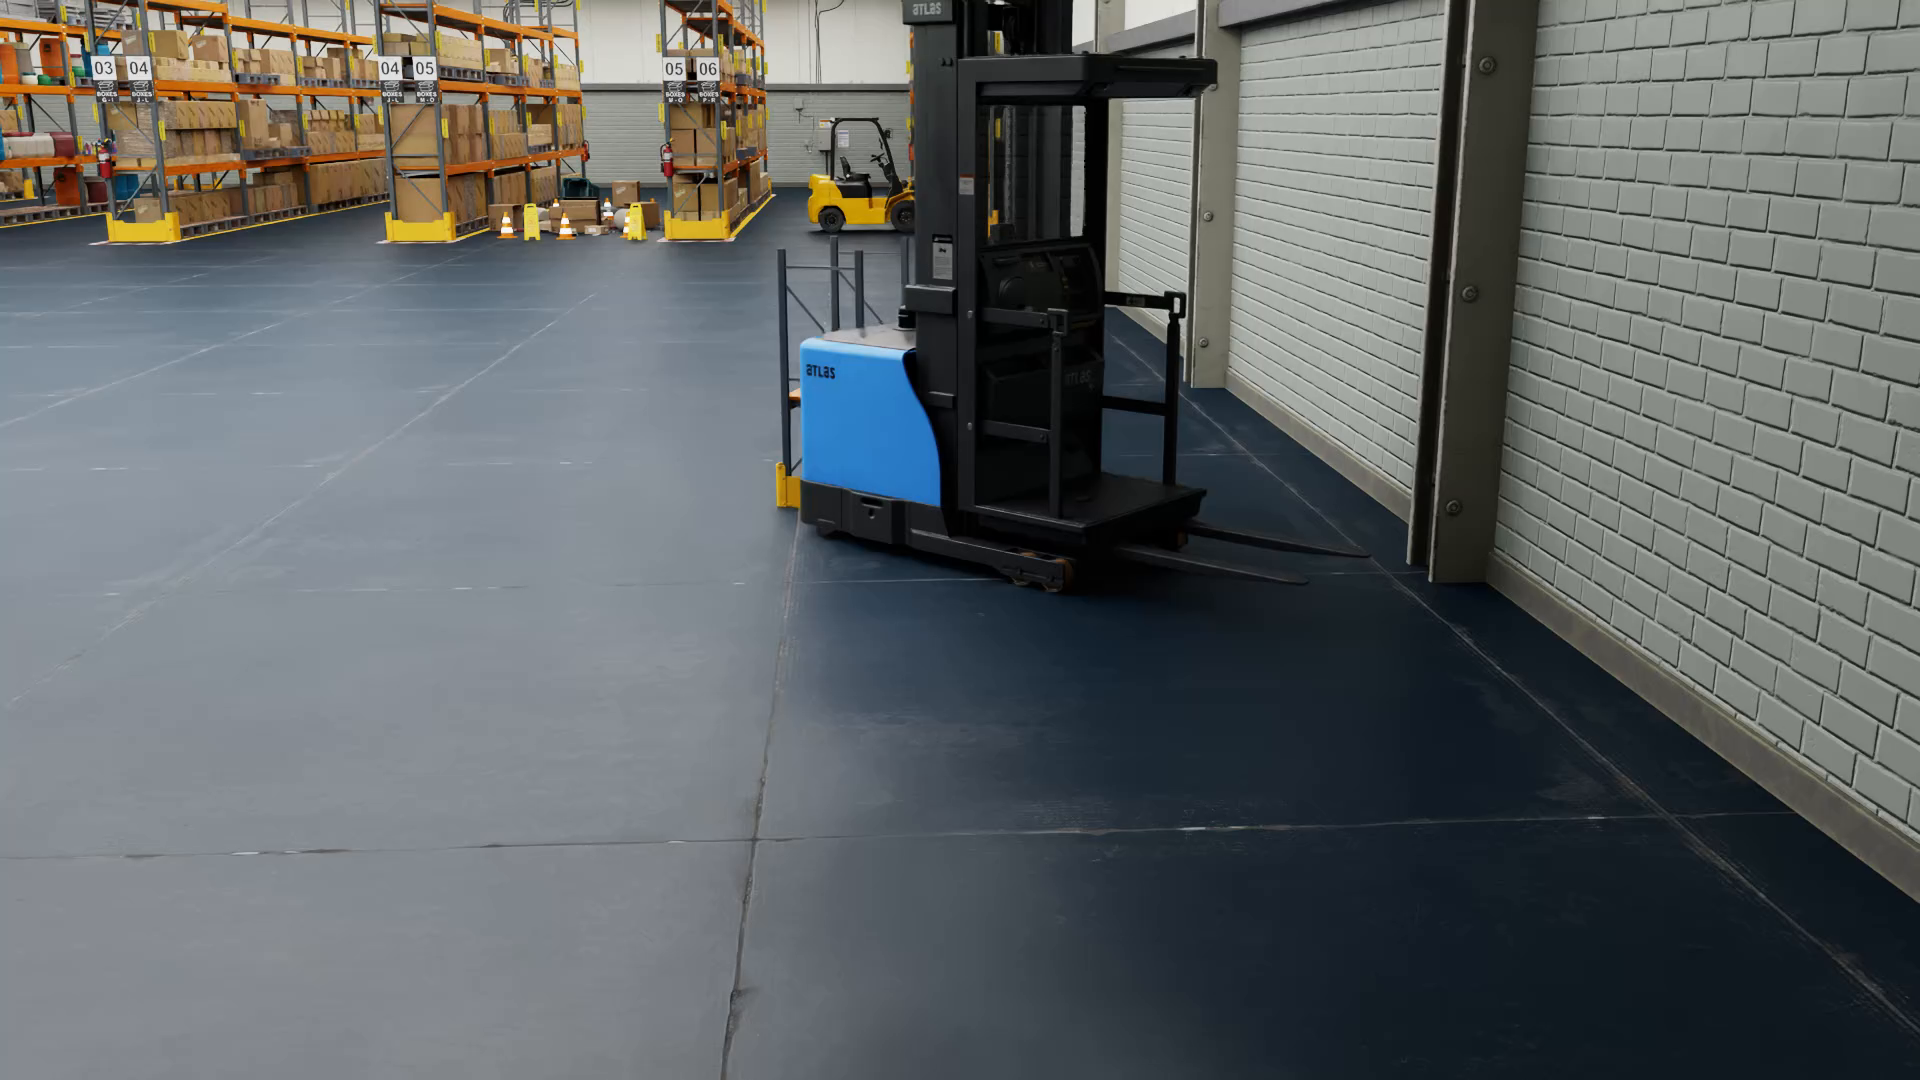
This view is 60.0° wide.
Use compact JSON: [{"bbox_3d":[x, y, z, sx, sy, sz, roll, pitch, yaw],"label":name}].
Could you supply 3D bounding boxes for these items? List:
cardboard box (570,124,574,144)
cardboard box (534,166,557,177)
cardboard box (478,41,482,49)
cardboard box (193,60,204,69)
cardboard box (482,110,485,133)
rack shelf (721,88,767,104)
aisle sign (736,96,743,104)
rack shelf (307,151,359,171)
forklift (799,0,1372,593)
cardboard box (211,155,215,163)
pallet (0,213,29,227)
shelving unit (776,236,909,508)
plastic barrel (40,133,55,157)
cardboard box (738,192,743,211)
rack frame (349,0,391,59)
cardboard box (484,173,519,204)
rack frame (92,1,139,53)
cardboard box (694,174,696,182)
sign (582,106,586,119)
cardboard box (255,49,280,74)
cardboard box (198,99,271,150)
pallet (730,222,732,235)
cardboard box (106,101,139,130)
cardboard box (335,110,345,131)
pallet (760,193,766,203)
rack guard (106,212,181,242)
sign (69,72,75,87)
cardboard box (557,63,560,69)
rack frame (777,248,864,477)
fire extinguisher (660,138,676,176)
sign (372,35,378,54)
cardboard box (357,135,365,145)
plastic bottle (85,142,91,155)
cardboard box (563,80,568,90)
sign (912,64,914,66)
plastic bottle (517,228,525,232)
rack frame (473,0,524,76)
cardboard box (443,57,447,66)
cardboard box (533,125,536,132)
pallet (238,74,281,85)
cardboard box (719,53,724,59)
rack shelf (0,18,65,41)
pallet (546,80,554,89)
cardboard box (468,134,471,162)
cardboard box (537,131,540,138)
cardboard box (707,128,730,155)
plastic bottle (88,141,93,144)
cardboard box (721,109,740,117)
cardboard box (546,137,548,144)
[{"bbox_3d":[-10.380,-10.582,43.335,0.500,0.500,0.500,0,14,-1],"label":"cardboard box"},{"bbox_3d":[-10.206,-9.055,40.868,0.500,0.250,0.500,-1,14,-5],"label":"cardboard box"},{"bbox_3d":[-9.668,-9.774,32.833,0.380,0.149,0.250,-1,14,-4],"label":"cardboard box"},{"bbox_3d":[-14.570,-9.008,31.499,0.380,0.149,0.250,0,14,-1],"label":"cardboard box"},{"bbox_3d":[-10.046,-8.547,34.017,0.700,0.500,0.500,-1,14,-4],"label":"cardboard box"},{"bbox_3d":[-5.694,-11.584,43.451,1.077,0.370,4.000,-1,14,-3],"label":"rack shelf"},{"bbox_3d":[-6.112,-12.249,45.397,0.394,0.787,0.004,-1,14,-3],"label":"aisle sign"},{"bbox_3d":[-15.338,-8.983,39.364,1.077,0.370,4.000,-1,14,-3],"label":"rack shelf"},{"bbox_3d":[0.575,-1.313,8.248,3.031,2.935,1.130,12,19,38],"label":"forklift"},{"bbox_3d":[-14.631,-7.357,32.105,0.380,0.149,0.250,-1,14,-3],"label":"cardboard box"},{"bbox_3d":[-19.997,-6.607,34.282,1.003,0.211,1.213,-1,14,-3],"label":"pallet"},{"bbox_3d":[-0.676,-1.038,10.052,0.587,1.500,1.083,3,15,12],"label":"shelving unit"},{"bbox_3d":[-19.880,-8.559,36.048,0.421,0.512,0.421,0,14,0],"label":"plastic barrel"},{"bbox_3d":[-5.158,-7.232,35.546,0.950,0.372,0.625,0,14,0],"label":"cardboard box"},{"bbox_3d":[-15.709,-13.729,44.326,1.000,3.000,0.127,-1,14,-3],"label":"rack frame"},{"bbox_3d":[-10.251,-7.629,36.330,1.050,0.750,0.750,-1,14,-3],"label":"cardboard box"},{"bbox_3d":[-20.405,-12.658,40.163,1.000,3.000,0.127,-1,14,-3],"label":"rack frame"},{"bbox_3d":[-5.239,-6.895,31.672,0.380,0.149,0.250,-1,14,-3],"label":"cardboard box"},{"bbox_3d":[-10.197,-11.592,45.104,0.100,0.325,0.005,-1,14,-3],"label":"sign"},{"bbox_3d":[-14.876,-10.212,35.472,0.500,0.500,0.500,-1,14,-2],"label":"cardboard box"},{"bbox_3d":[-14.875,-8.533,34.124,1.000,1.000,1.000,-1,14,-3],"label":"cardboard box"},{"bbox_3d":[-4.847,-5.868,31.411,1.003,0.211,1.213,-1,14,-3],"label":"pallet"},{"bbox_3d":[-14.999,-7.654,29.951,0.500,0.500,0.500,-1,14,-3],"label":"cardboard box"},{"bbox_3d":[-15.414,-10.204,40.453,0.797,0.503,0.637,-1,14,-5],"label":"cardboard box"},{"bbox_3d":[-5.540,-8.822,42.889,1.003,0.211,1.213,-1,14,-3],"label":"pallet"},{"bbox_3d":[-14.723,-5.653,29.993,1.175,0.500,0.348,-1,14,-3],"label":"rack guard"},{"bbox_3d":[-19.608,-10.170,36.723,0.100,0.325,0.005,-1,14,-3],"label":"sign"},{"bbox_3d":[-10.307,-11.967,41.994,0.380,0.149,0.250,-1,14,-5],"label":"cardboard box"},{"bbox_3d":[-0.790,-0.913,9.563,0.500,1.500,0.032,3,15,12],"label":"rack frame"},{"bbox_3d":[-5.280,-6.924,30.074,0.296,0.674,0.183,-1,14,-3],"label":"fire extinguisher"},{"bbox_3d":[-10.304,-8.734,29.315,0.100,0.325,0.005,-1,14,-3],"label":"sign"},{"bbox_3d":[-15.229,-10.021,41.659,0.500,0.250,0.500,-1,14,-4],"label":"cardboard box"},{"bbox_3d":[-19.836,-8.896,37.816,0.061,0.283,0.133,-1,14,-3],"label":"plastic bottle"},{"bbox_3d":[-10.323,-11.634,42.504,0.500,0.250,0.500,0,14,-1],"label":"cardboard box"},{"bbox_3d":[-1.158,-11.752,41.625,0.100,0.325,0.005,-1,14,-3],"label":"sign"},{"bbox_3d":[-8.477,-6.042,32.386,0.283,0.061,0.133,-6,16,-23],"label":"plastic bottle"},{"bbox_3d":[-10.257,-11.791,36.793,1.000,3.000,0.127,-1,14,-3],"label":"rack frame"},{"bbox_3d":[-9.479,-8.632,29.998,0.380,0.149,0.250,-1,14,-3],"label":"cardboard box"},{"bbox_3d":[-10.157,-9.634,38.919,0.380,0.149,0.250,0,14,-1],"label":"cardboard box"},{"bbox_3d":[-14.965,-9.614,34.730,1.213,0.211,1.003,-1,14,-3],"label":"pallet"},{"bbox_3d":[-4.572,-8.995,30.852,0.380,0.149,0.250,-1,14,-4],"label":"cardboard box"},{"bbox_3d":[-20.033,-10.623,34.503,1.077,0.370,4.000,-1,14,-3],"label":"rack shelf"},{"bbox_3d":[-10.573,-11.087,40.454,1.213,0.211,1.003,-1,14,-3],"label":"pallet"},{"bbox_3d":[-10.002,-7.599,32.241,0.875,0.550,0.550,-1,14,-3],"label":"cardboard box"},{"bbox_3d":[-10.188,-9.622,39.467,0.380,0.149,0.250,0,14,-1],"label":"cardboard box"},{"bbox_3d":[-4.648,-7.567,31.621,0.500,0.500,0.500,-1,14,-5],"label":"cardboard box"},{"bbox_3d":[-20.699,-9.341,39.560,0.152,0.276,0.135,-1,14,-3],"label":"plastic bottle"},{"bbox_3d":[-4.751,-8.825,34.362,0.380,0.149,0.250,-1,14,-4],"label":"cardboard box"},{"bbox_3d":[-10.252,-9.740,40.522,0.380,0.149,0.250,-1,14,-4],"label":"cardboard box"}]
